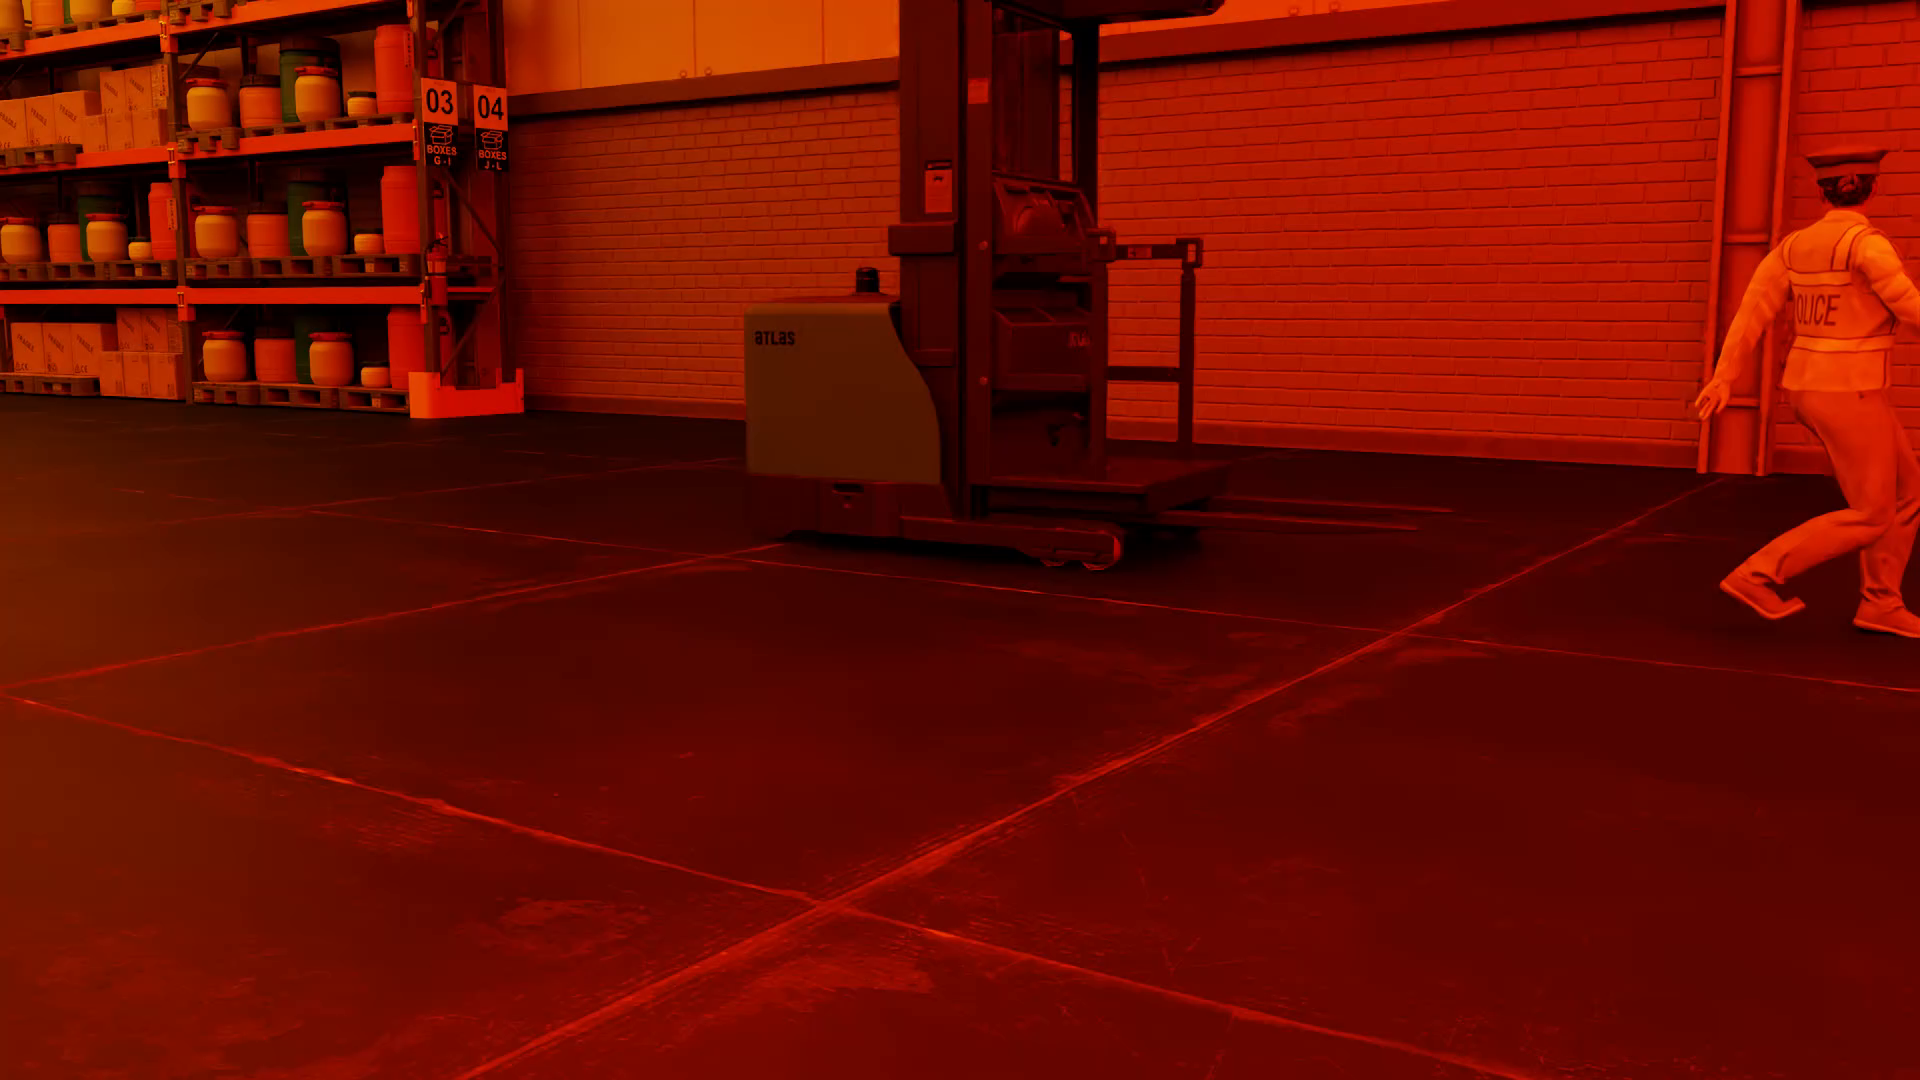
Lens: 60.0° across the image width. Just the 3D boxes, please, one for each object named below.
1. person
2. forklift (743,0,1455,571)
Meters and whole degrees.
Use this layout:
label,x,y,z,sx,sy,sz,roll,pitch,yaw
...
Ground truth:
label,x,y,z,sx,sy,sz,roll,pitch,yaw
person,2.850,-0.475,5.406,0.768,1.589,0.541,2,8,11
forklift,0.556,-1.410,7.111,3.031,2.935,1.130,4,9,28
